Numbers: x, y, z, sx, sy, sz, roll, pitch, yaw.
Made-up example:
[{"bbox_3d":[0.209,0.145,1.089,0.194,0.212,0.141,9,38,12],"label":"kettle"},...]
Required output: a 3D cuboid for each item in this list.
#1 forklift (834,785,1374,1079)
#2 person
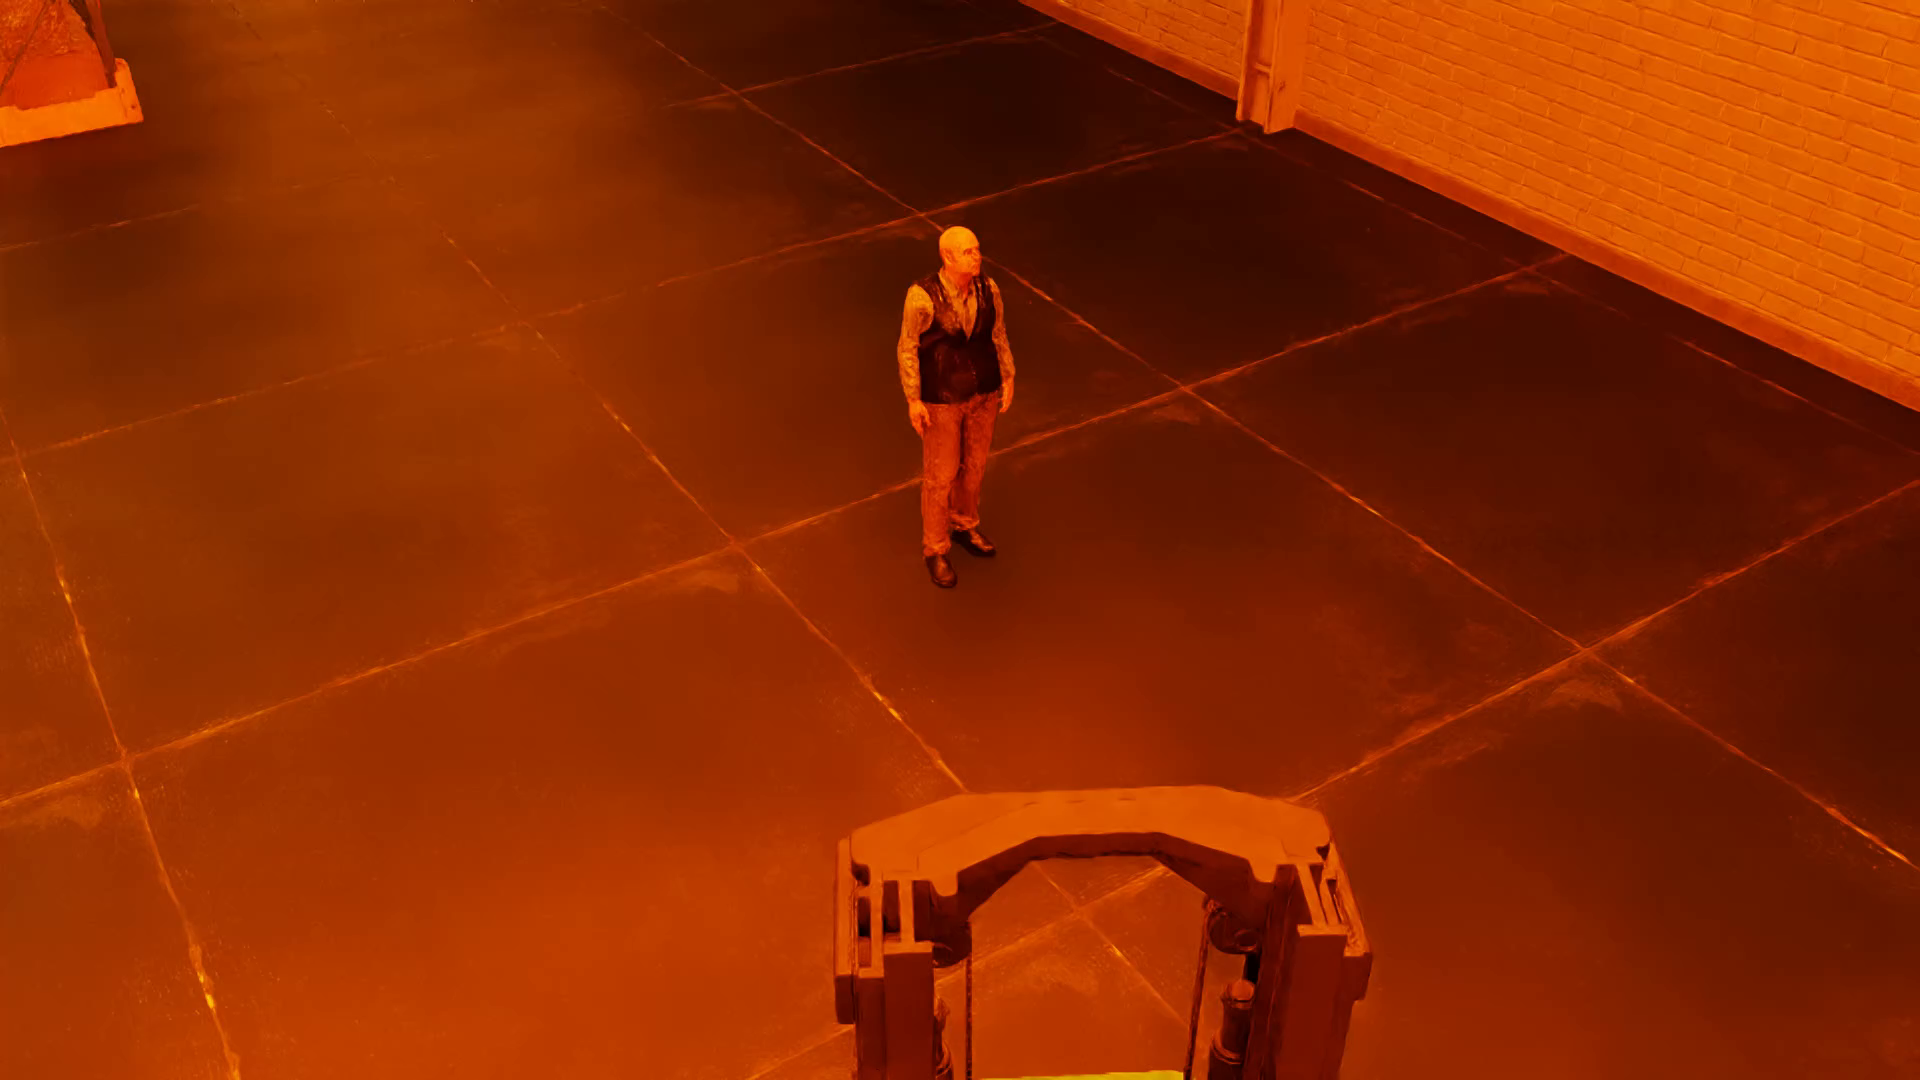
[{"bbox_3d":[0.271,2.038,3.247,1.130,2.935,3.031,-2,35,-3],"label":"forklift"},{"bbox_3d":[0.027,-0.678,8.152,0.632,1.720,0.567,-21,40,-27],"label":"person"}]
